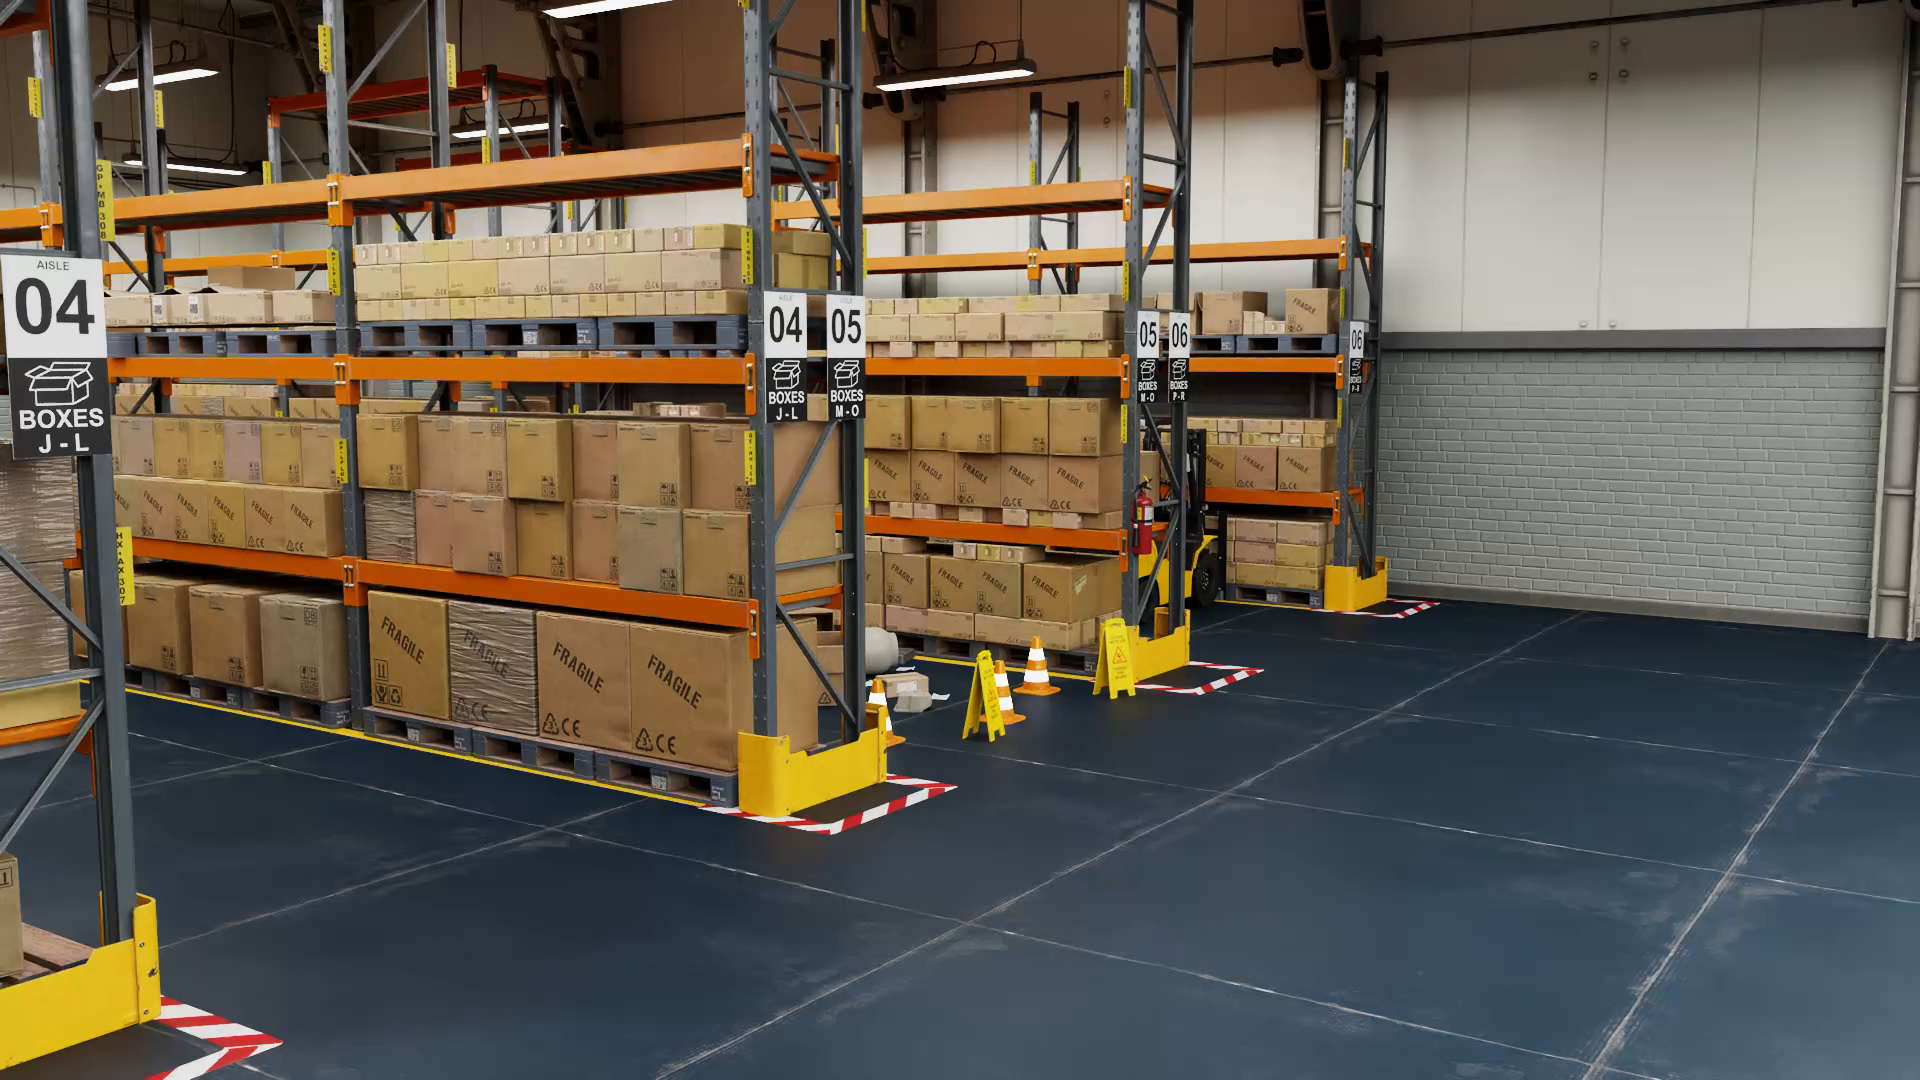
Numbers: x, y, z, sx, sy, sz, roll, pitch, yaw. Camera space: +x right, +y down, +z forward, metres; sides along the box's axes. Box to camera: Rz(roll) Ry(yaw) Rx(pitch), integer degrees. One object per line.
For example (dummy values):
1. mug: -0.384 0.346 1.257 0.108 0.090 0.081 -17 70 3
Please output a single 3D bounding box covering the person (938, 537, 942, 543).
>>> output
1. person: -0.025 0.004 18.164 0.477 1.644 0.615 0 6 4
